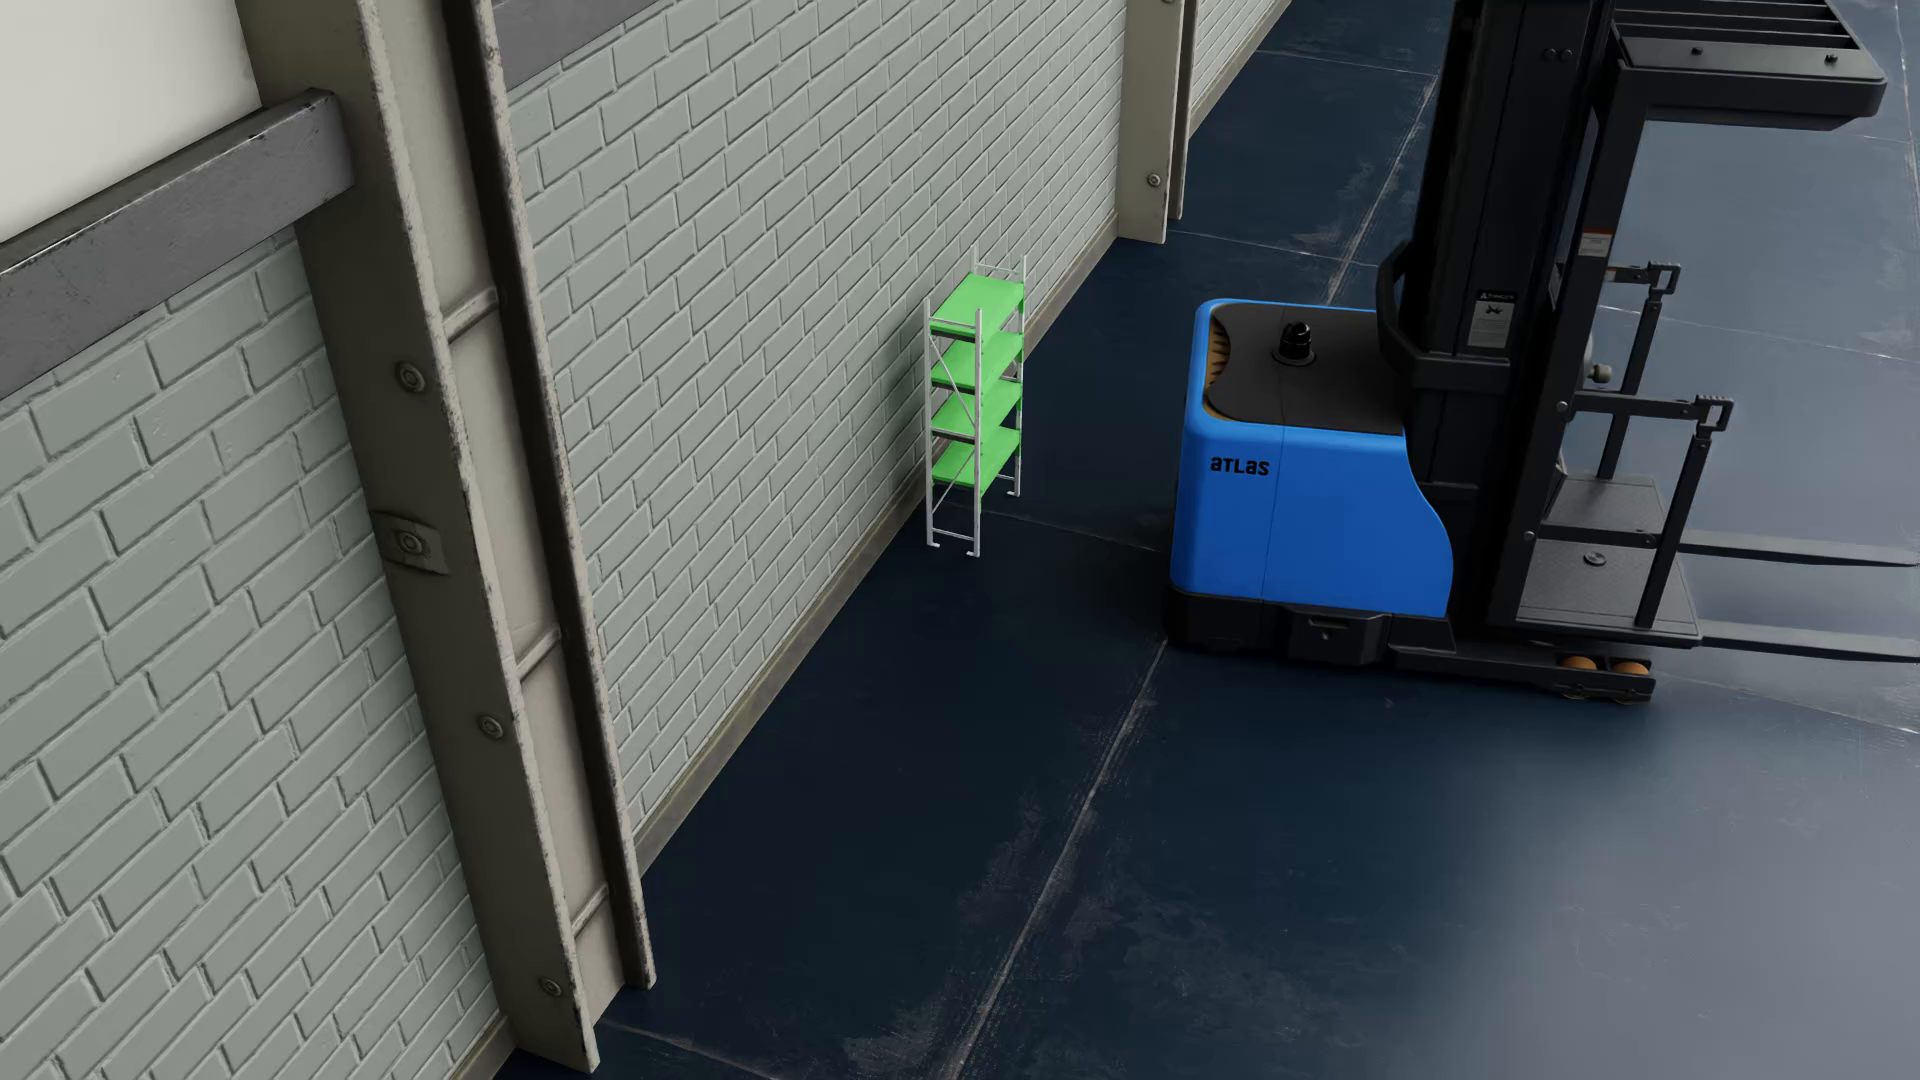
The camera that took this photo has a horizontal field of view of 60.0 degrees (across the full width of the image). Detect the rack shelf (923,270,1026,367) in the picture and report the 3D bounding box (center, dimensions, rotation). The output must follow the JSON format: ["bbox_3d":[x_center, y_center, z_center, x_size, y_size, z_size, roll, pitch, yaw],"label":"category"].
[{"bbox_3d":[0.063,-0.906,6.764,0.258,0.148,0.480,14,39,18],"label":"rack shelf"}]

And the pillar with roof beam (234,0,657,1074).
[{"bbox_3d":[2.789,-1.139,1.257,9.100,9.000,0.400,14,39,18],"label":"pillar with roof beam"}]

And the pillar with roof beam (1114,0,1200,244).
[{"bbox_3d":[5.072,-4.461,5.702,9.100,9.000,0.400,14,39,18],"label":"pillar with roof beam"}]

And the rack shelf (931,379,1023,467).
[{"bbox_3d":[0.063,-0.521,7.052,0.258,0.148,0.480,14,39,18],"label":"rack shelf"}]

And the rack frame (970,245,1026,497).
[{"bbox_3d":[0.156,-0.707,7.194,0.240,1.200,0.015,14,39,18],"label":"rack frame"}]

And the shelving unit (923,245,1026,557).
[{"bbox_3d":[0.063,-0.572,7.013,0.258,1.200,0.503,14,39,18],"label":"shelving unit"}]

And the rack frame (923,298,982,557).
[{"bbox_3d":[-0.030,-0.437,6.833,0.240,1.200,0.015,14,39,18],"label":"rack frame"}]

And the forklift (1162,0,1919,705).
[{"bbox_3d":[2.374,-0.884,5.985,3.031,2.935,1.130,6,37,7],"label":"forklift"}]

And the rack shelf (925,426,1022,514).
[{"bbox_3d":[0.063,-0.329,7.195,0.258,0.148,0.480,14,39,18],"label":"rack shelf"}]

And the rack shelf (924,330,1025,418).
[{"bbox_3d":[0.063,-0.713,6.908,0.258,0.148,0.480,14,39,18],"label":"rack shelf"}]
